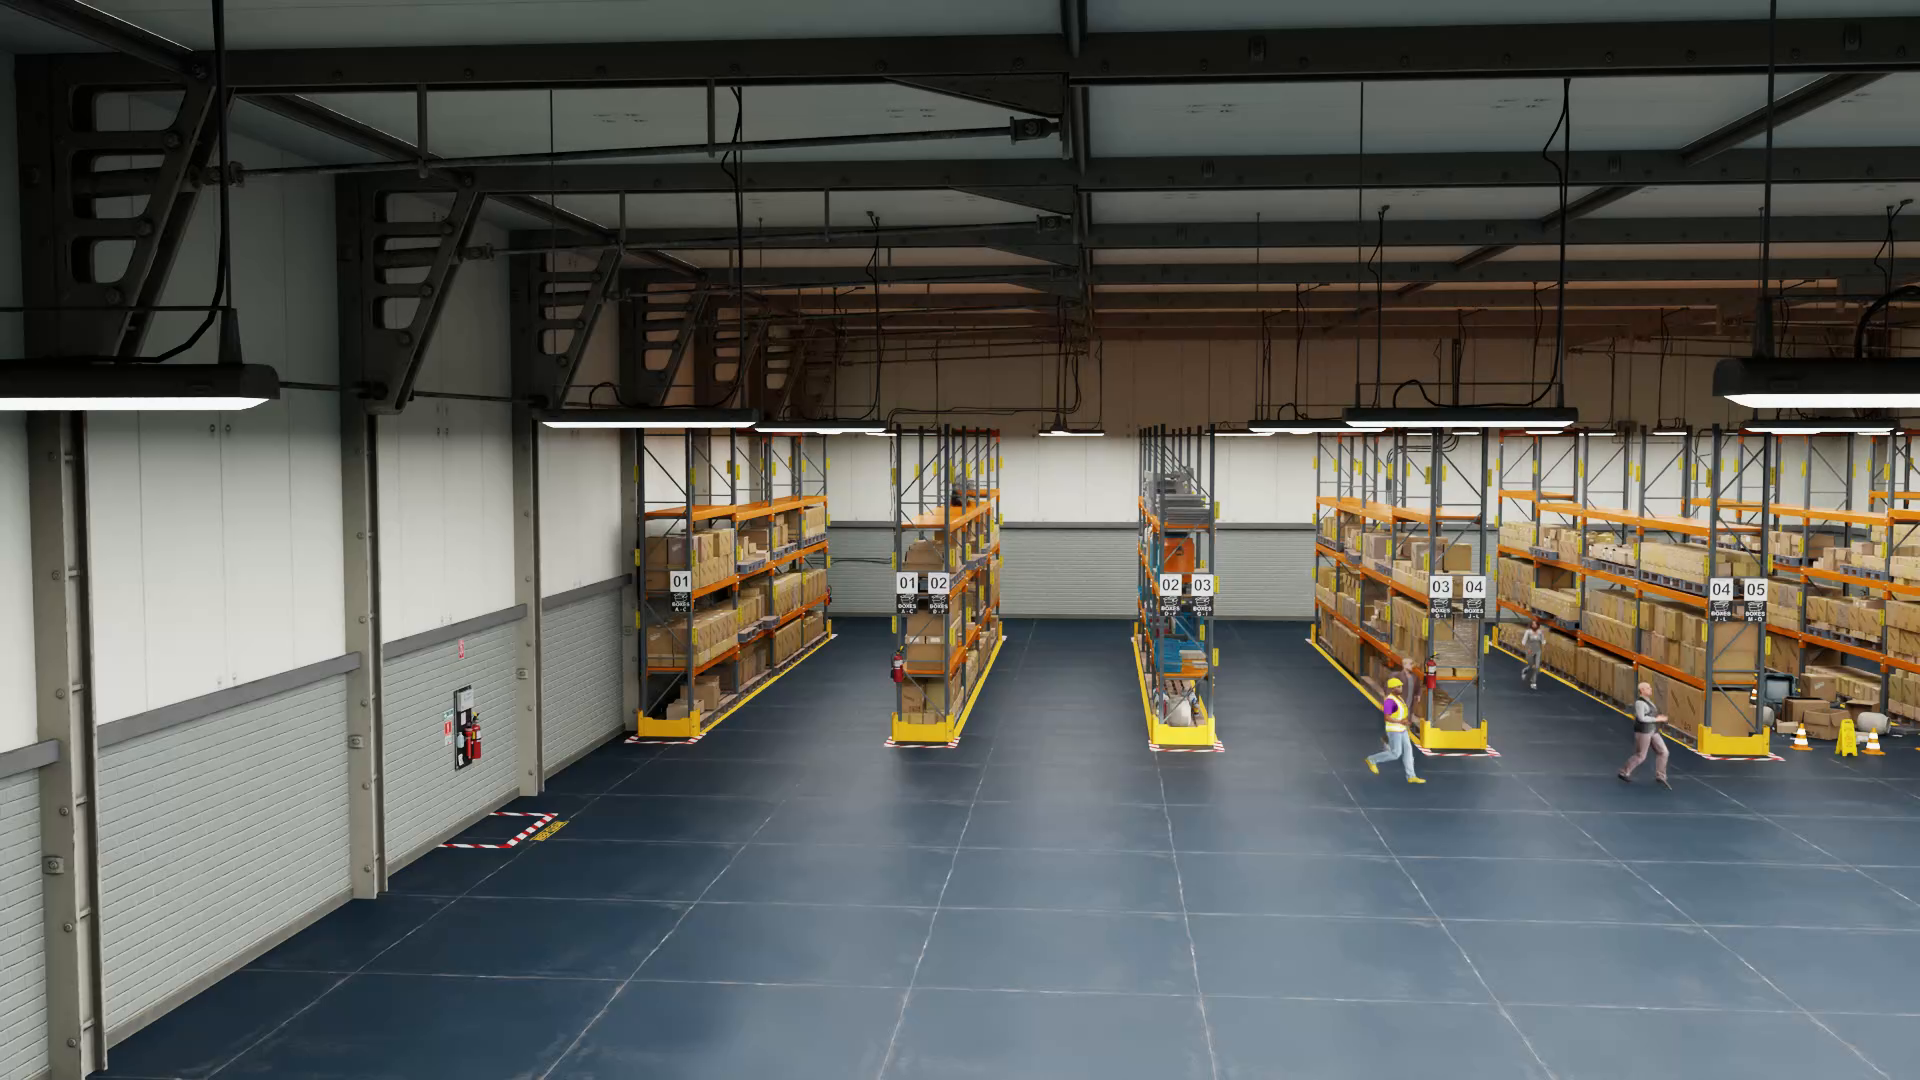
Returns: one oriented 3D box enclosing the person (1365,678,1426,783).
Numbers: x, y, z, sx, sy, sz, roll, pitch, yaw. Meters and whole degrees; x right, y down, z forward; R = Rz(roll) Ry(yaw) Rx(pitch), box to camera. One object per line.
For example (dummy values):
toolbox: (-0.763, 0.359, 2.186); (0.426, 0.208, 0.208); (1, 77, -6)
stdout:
person: (7.279, 3.164, 27.654); (0.968, 1.736, 0.714); (2, 4, 32)

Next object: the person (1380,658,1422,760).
person: (8.016, 3.021, 30.051); (0.720, 1.779, 0.912); (-2, 4, -29)

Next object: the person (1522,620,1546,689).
person: (13.220, 2.630, 38.334); (0.540, 1.563, 0.630); (0, 3, 3)

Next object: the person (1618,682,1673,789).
person: (11.295, 3.215, 27.368); (0.822, 1.757, 0.658); (3, 5, 43)
